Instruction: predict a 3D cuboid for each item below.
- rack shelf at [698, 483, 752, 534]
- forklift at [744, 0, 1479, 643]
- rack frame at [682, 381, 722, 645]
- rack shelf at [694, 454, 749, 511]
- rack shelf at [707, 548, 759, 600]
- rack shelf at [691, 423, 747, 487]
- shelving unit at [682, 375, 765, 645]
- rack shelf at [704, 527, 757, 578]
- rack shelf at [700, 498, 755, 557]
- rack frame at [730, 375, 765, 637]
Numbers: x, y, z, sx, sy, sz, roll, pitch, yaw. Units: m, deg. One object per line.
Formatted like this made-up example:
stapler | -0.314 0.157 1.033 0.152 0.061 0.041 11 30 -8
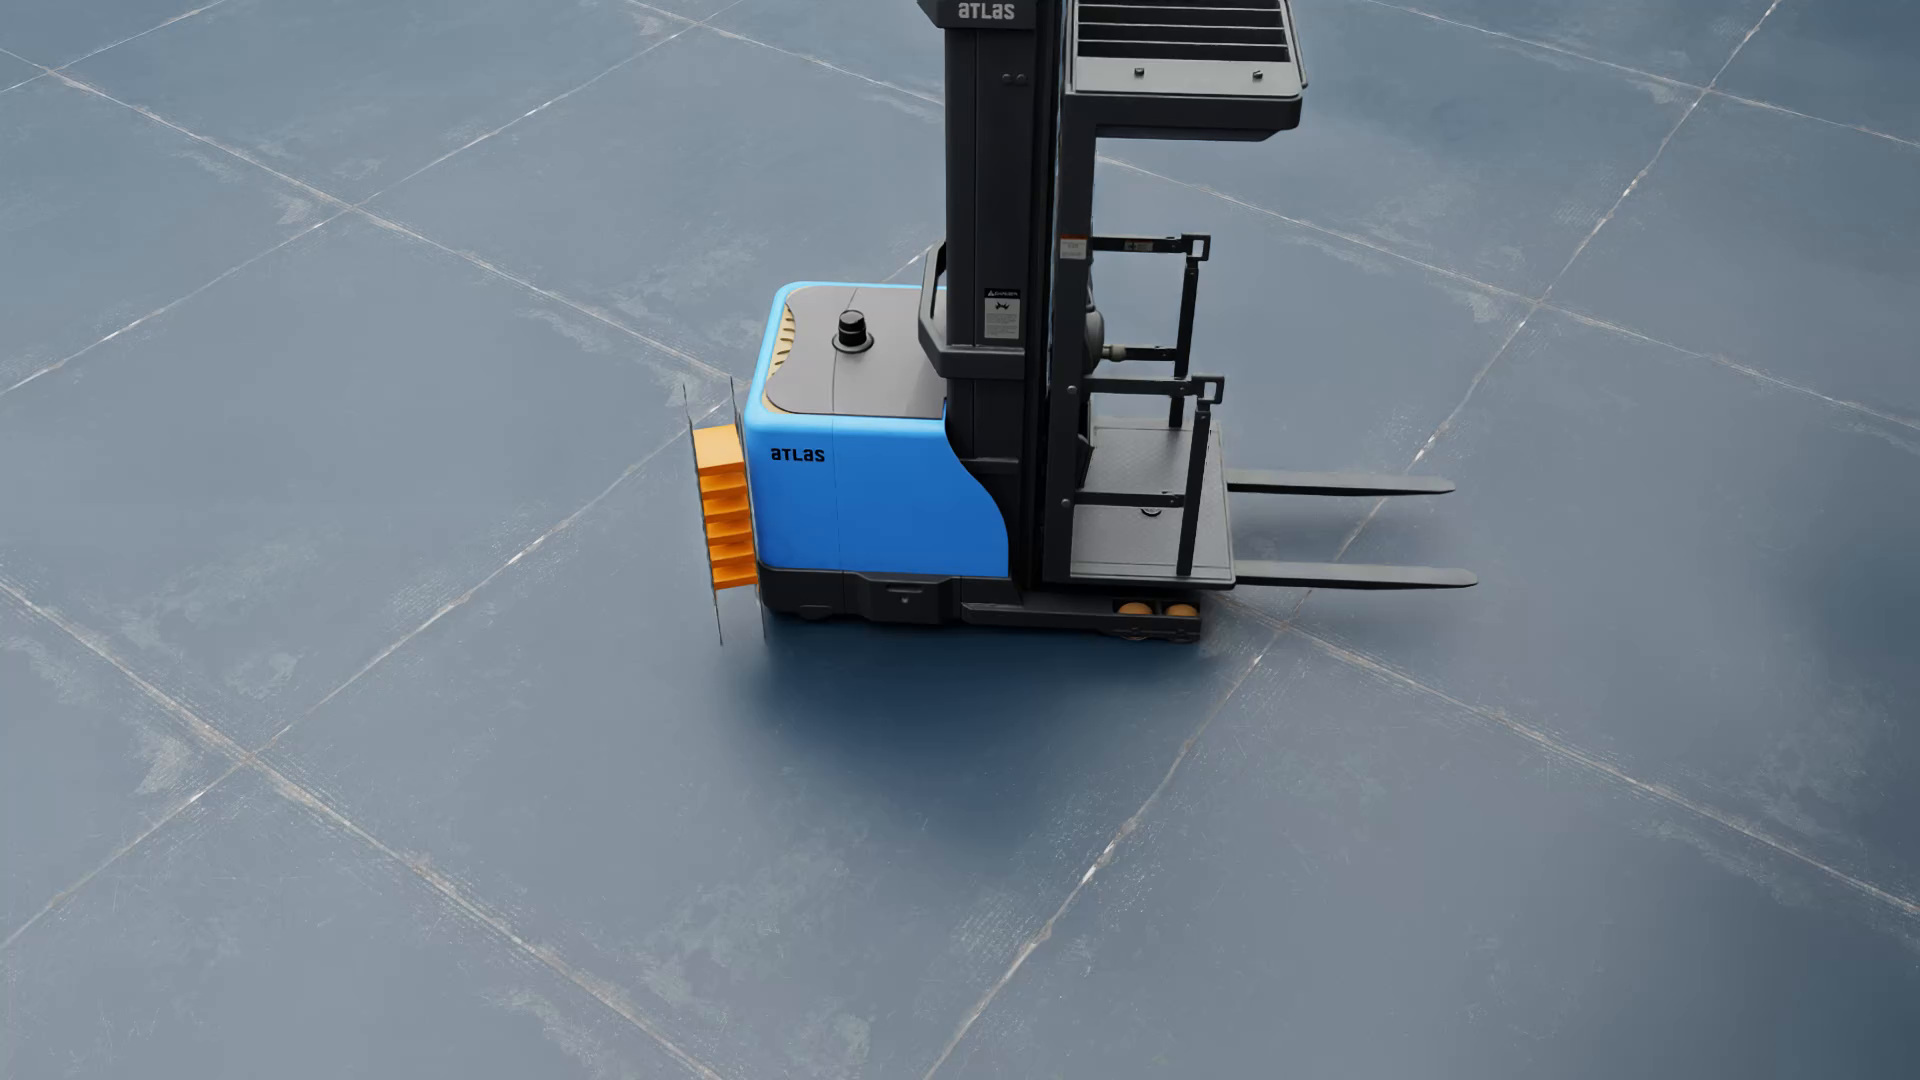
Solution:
rack shelf | -0.944 -0.155 6.658 0.180 0.103 0.258 -9 43 -10
forklift | 0.681 -1.027 6.448 3.031 2.935 1.130 2 42 3
rack frame | -1.033 -0.084 6.692 0.006 1.200 0.240 -9 43 -10
rack shelf | -0.944 -0.244 6.578 0.180 0.103 0.258 -9 43 -10
rack shelf | -0.944 0.113 6.898 0.180 0.103 0.258 -9 43 -10
rack shelf | -0.945 -0.334 6.498 0.180 0.103 0.258 -9 43 -10
shelving unit | -0.944 -0.099 6.708 0.189 1.200 0.258 -9 43 -10
rack shelf | -0.944 0.024 6.818 0.180 0.103 0.258 -9 43 -10
rack shelf | -0.944 -0.065 6.738 0.180 0.103 0.258 -9 43 -10
rack frame | -0.855 -0.113 6.724 0.006 1.200 0.240 -9 43 -10
